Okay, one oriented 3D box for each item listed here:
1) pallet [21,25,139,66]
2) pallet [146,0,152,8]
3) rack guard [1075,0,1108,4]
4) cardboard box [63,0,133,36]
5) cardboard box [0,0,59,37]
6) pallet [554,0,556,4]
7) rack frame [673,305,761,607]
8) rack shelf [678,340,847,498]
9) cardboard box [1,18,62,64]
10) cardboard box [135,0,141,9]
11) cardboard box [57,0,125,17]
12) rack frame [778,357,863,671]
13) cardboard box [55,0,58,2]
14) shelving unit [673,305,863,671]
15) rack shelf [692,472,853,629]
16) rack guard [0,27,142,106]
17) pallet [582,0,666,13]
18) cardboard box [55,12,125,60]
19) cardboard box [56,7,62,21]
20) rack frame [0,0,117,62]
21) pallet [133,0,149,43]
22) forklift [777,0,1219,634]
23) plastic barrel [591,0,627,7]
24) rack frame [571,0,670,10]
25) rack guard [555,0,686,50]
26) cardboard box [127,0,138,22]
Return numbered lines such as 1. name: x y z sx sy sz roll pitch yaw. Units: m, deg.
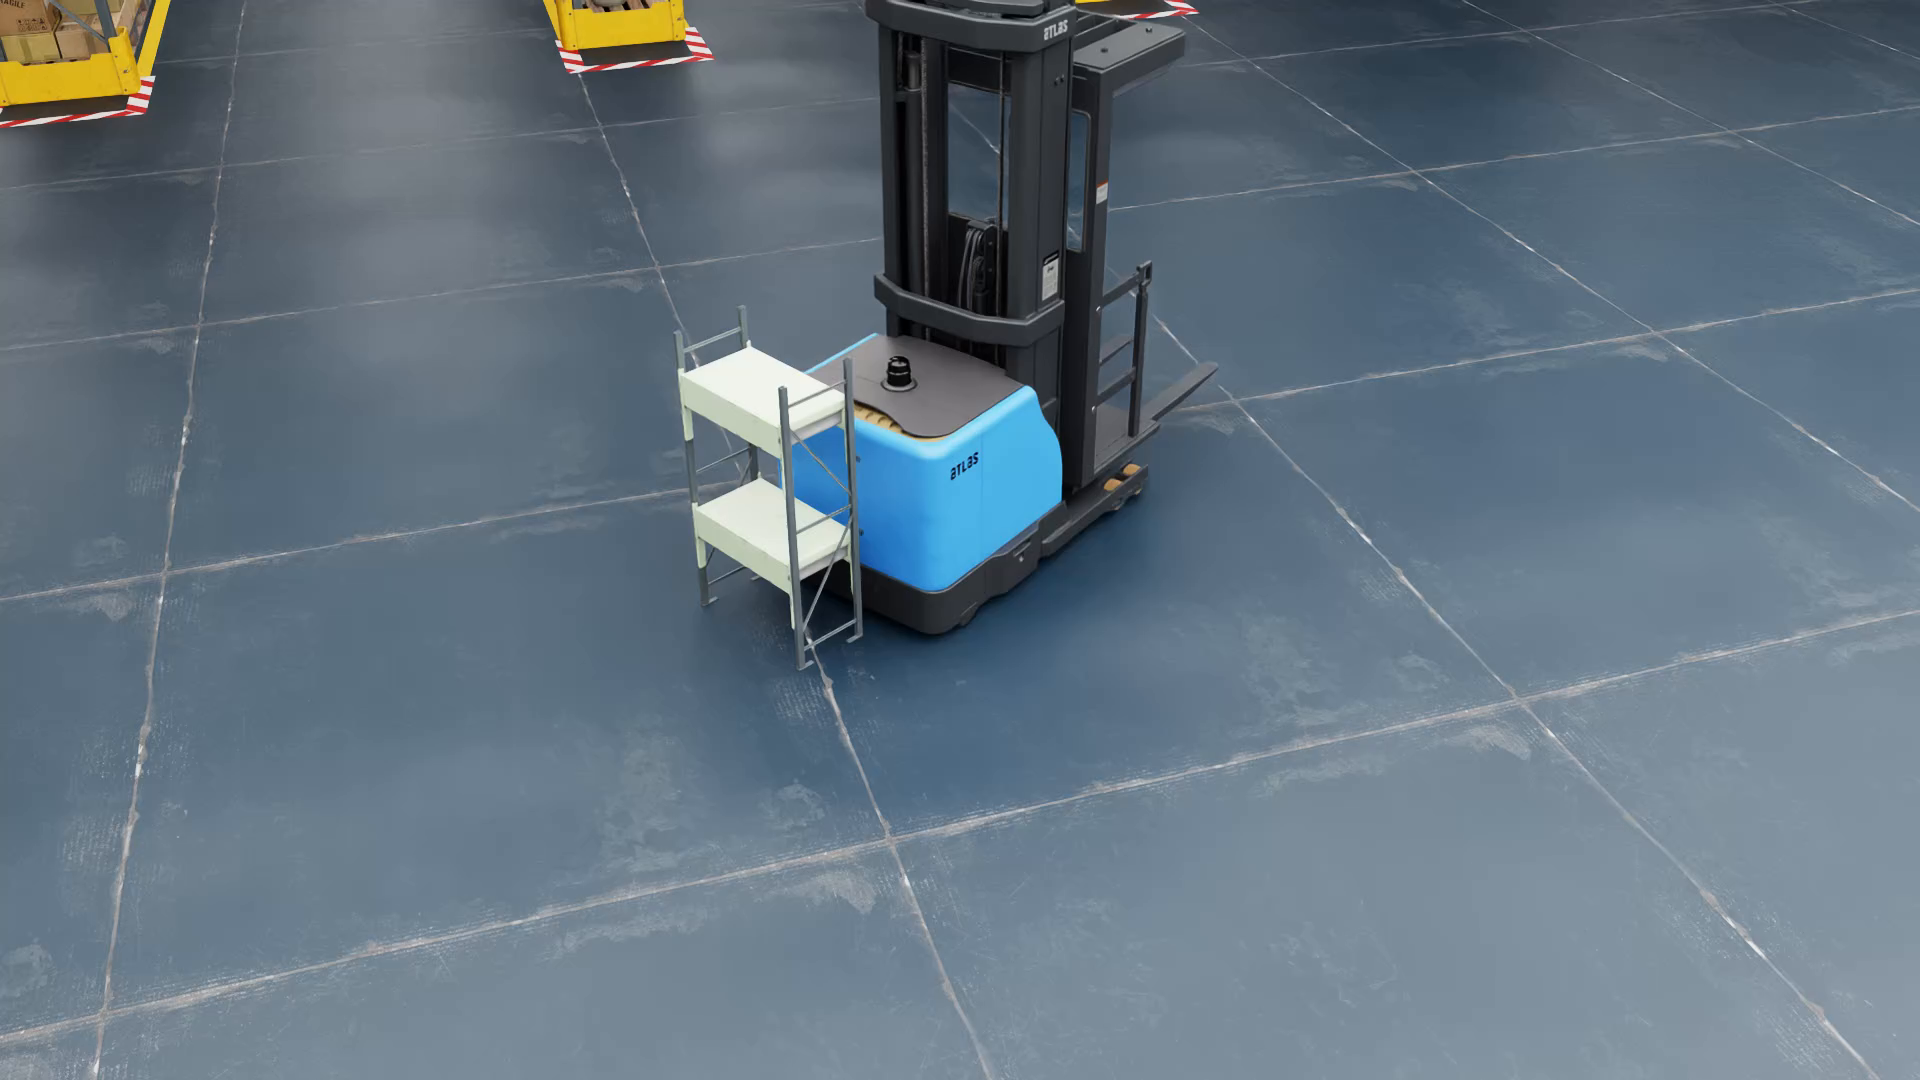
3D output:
1. pallet: -8.170 -4.445 15.285 1.003 0.211 1.213 -10 35 -15
2. pallet: -8.914 -5.726 17.224 1.003 0.211 1.213 -10 35 -15
3. rack guard: 1.515 -5.875 17.187 1.175 0.500 0.348 -10 35 -15
4. cardboard box: -8.005 -4.823 15.441 0.500 0.250 0.500 -10 35 -15
5. cardboard box: -8.344 -4.786 14.706 0.500 0.500 0.500 -10 35 -15
6. pallet: -3.858 -5.980 17.609 1.003 0.211 1.213 -10 35 -15
7. rack frame: -1.135 -0.375 7.957 0.400 1.500 0.023 -29 43 -36
8. rack shelf: -0.877 -0.558 7.526 0.431 0.370 0.720 -29 43 -36
9. cardboard box: -8.342 -4.474 14.913 0.500 0.250 0.500 -10 35 -15
10. cardboard box: -8.305 -5.349 16.237 0.500 0.250 0.500 -10 35 -15
11. cardboard box: -8.003 -5.136 15.235 0.500 0.500 0.500 -10 35 -15
12. rack frame: -0.618 -0.090 7.525 0.400 1.500 0.023 -29 43 -36
13. cardboard box: -8.663 -5.309 15.496 0.500 0.500 0.500 -10 35 -15
14. shelving unit: -0.877 -0.232 7.741 0.431 1.500 0.755 -29 43 -36
15. rack shelf: -0.877 0.040 7.921 0.431 0.370 0.720 -29 43 -36
16. rack guard: -7.890 -4.159 14.590 1.175 0.500 0.348 -10 35 -15
17. pallet: -3.489 -5.341 16.641 1.003 0.211 1.213 -10 35 -15
18. cardboard box: -7.849 -4.561 15.045 0.500 0.250 0.500 -10 35 -15
19. cardboard box: -8.506 -4.734 15.307 0.500 0.250 0.500 -10 35 -15
20. rack frame: -7.897 -5.214 13.920 1.000 3.000 0.127 -10 35 -15
21. pallet: -8.539 -5.085 16.253 1.003 0.211 1.213 -10 35 -15
22. forklift: 0.379 -1.531 8.409 1.130 2.935 3.031 22 40 30
23. plastic barrel: -3.452 -5.515 16.251 0.421 0.512 0.421 0 33 0
24. rack frame: -3.179 -6.045 15.177 1.000 3.000 0.127 -10 35 -15
25. rack guard: -3.246 -5.034 15.915 1.175 0.500 0.348 -10 35 -15
26. cardboard box: -8.157 -5.085 15.838 0.500 0.250 0.500 -10 35 -15
